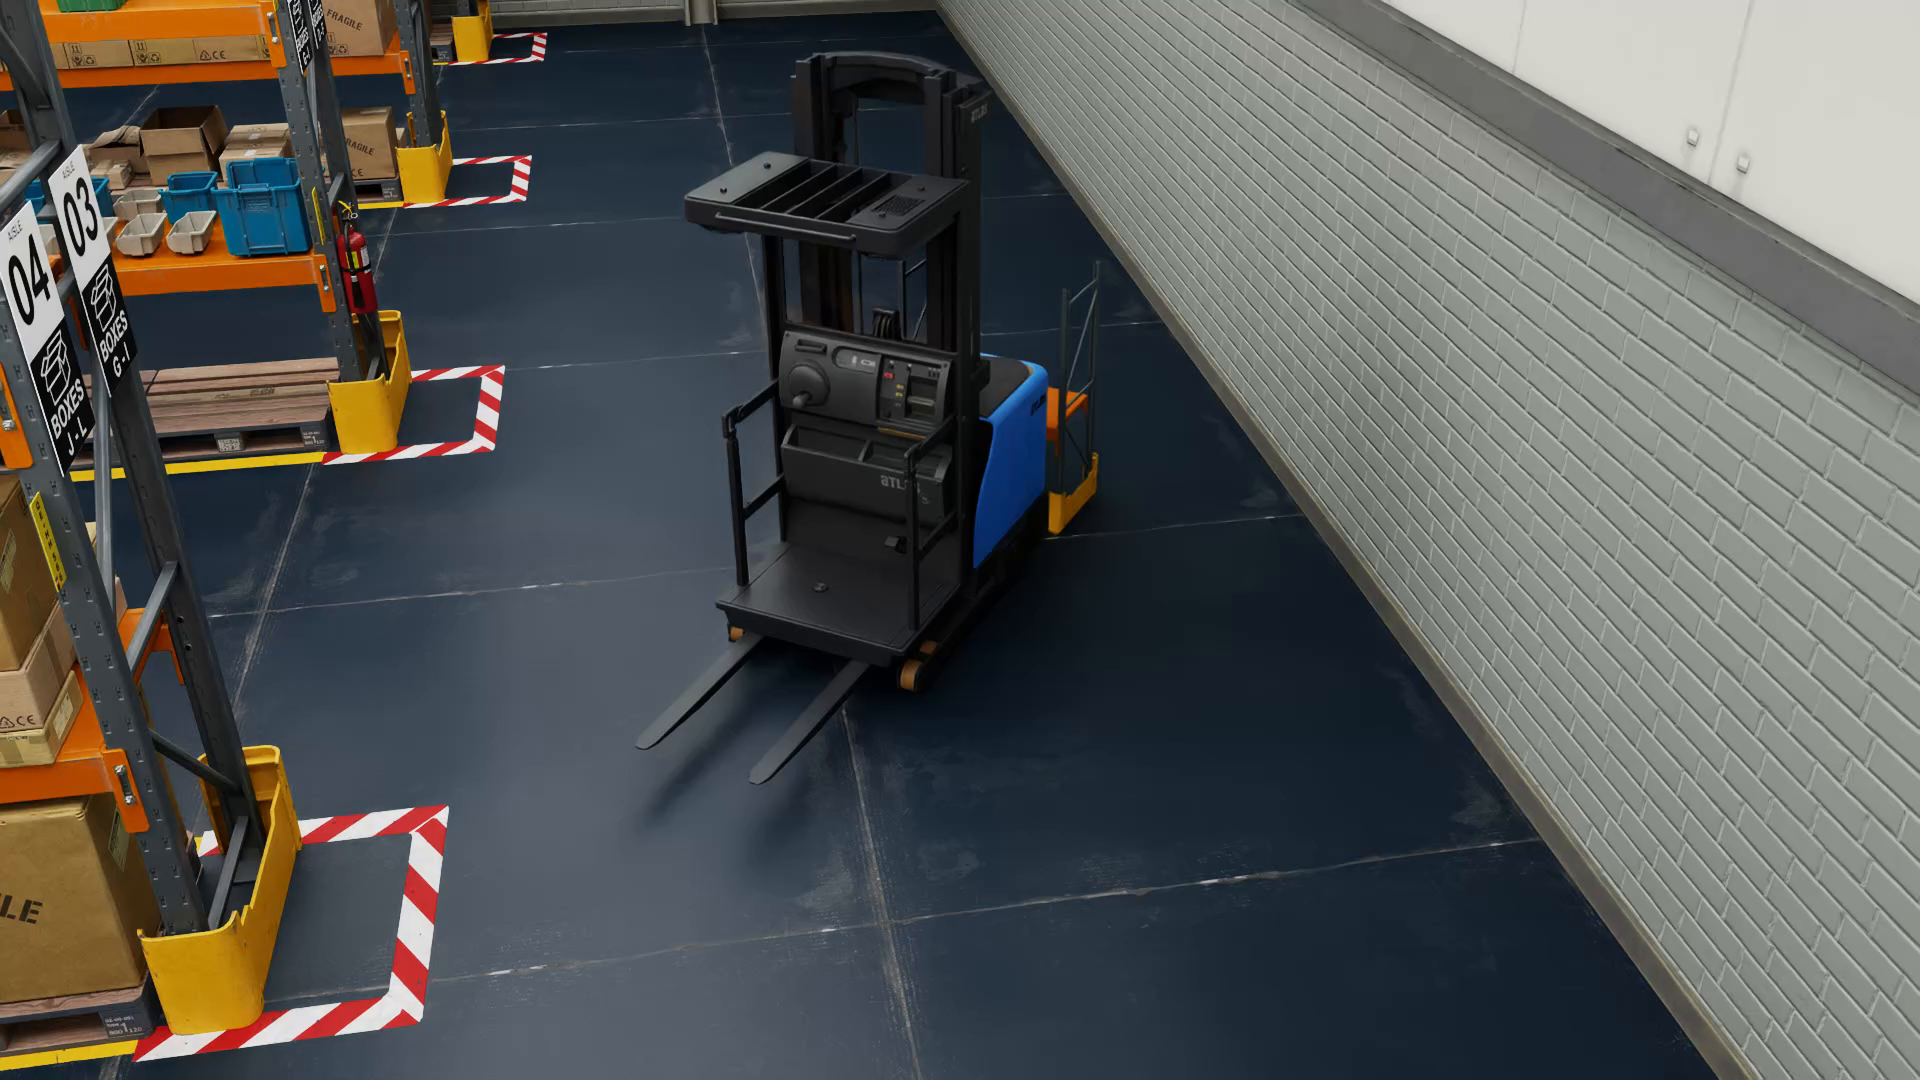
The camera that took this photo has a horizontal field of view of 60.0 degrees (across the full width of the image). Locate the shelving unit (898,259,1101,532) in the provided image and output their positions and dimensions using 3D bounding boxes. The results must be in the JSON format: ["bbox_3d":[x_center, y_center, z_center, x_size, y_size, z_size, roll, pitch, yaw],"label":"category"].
[{"bbox_3d":[0.236,-0.944,9.875,1.083,1.500,0.587,14,33,22],"label":"shelving unit"}]

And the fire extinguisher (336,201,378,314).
[{"bbox_3d":[-3.707,-1.726,10.171,0.183,0.674,0.296,-5,31,-9],"label":"fire extinguisher"}]

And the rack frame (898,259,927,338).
[{"bbox_3d":[-0.229,-1.059,10.072,0.032,1.500,0.500,14,33,22],"label":"rack frame"}]

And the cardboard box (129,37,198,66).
[{"bbox_3d":[-6.714,-4.332,14.059,0.500,0.500,0.500,-6,31,-10],"label":"cardboard box"}]

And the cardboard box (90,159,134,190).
[{"bbox_3d":[-7.459,-3.221,14.629,0.250,0.166,0.380,-5,31,-9],"label":"cardboard box"}]

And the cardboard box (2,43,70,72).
[{"bbox_3d":[-7.707,-4.240,13.903,0.500,0.500,0.500,-5,31,-8],"label":"cardboard box"}]

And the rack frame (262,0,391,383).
[{"bbox_3d":[-3.937,-2.133,10.419,0.127,3.000,1.000,-5,31,-9],"label":"rack frame"}]

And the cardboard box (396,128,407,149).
[{"bbox_3d":[-5.299,-3.697,15.457,0.250,0.149,0.380,-5,31,-9],"label":"cardboard box"}]

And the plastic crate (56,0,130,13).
[{"bbox_3d":[-4.856,-3.102,9.317,0.336,0.188,0.450,-5,31,-9],"label":"plastic crate"}]

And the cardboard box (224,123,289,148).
[{"bbox_3d":[-6.395,-3.608,15.205,0.500,0.250,0.500,-5,31,-9],"label":"cardboard box"}]

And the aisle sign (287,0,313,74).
[{"bbox_3d":[-3.813,-3.114,9.522,0.004,0.787,0.394,-5,31,-9],"label":"aisle sign"}]

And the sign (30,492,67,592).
[{"bbox_3d":[-2.961,0.007,5.403,0.005,0.325,0.100,-5,31,-9],"label":"sign"}]

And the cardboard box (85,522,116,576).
[{"bbox_3d":[-3.566,0.182,6.336,0.500,0.250,0.500,-6,31,-10],"label":"cardboard box"}]

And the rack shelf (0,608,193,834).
[{"bbox_3d":[-5.012,0.829,6.091,4.000,0.370,1.077,-5,31,-9],"label":"rack shelf"}]

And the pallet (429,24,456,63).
[{"bbox_3d":[-6.494,-5.759,19.335,1.213,0.211,1.003,-5,31,-9],"label":"pallet"}]

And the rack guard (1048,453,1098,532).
[{"bbox_3d":[0.683,-0.294,10.003,0.087,0.250,0.587,14,33,22],"label":"rack guard"}]

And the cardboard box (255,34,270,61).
[{"bbox_3d":[-5.727,-4.421,14.210,0.500,0.500,0.500,-5,31,-8],"label":"cardboard box"}]

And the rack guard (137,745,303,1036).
[{"bbox_3d":[-3.021,1.412,6.856,0.348,0.500,1.175,-5,31,-9],"label":"rack guard"}]

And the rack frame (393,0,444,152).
[{"bbox_3d":[-4.825,-4.603,14.619,0.127,3.000,1.000,-5,31,-9],"label":"rack frame"}]

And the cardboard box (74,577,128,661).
[{"bbox_3d":[-3.453,0.312,6.507,0.250,0.149,0.380,-5,31,-8],"label":"cardboard box"}]

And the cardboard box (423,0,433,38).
[{"bbox_3d":[-6.392,-6.062,19.153,0.500,0.500,0.700,-5,31,-9],"label":"cardboard box"}]

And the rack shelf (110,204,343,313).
[{"bbox_3d":[-5.904,-1.640,10.290,4.000,0.370,1.077,-5,31,-9],"label":"rack shelf"}]

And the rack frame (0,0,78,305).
[{"bbox_3d":[-3.045,-2.250,4.698,0.127,3.000,1.000,-5,31,-9],"label":"rack frame"}]

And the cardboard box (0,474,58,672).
[{"bbox_3d":[-3.477,0.125,5.693,0.500,0.500,0.500,-5,31,-8],"label":"cardboard box"}]

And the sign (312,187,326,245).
[{"bbox_3d":[-3.822,-1.931,9.913,0.005,0.325,0.100,-5,31,-9],"label":"sign"}]

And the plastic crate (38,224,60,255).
[{"bbox_3d":[-5.552,-1.788,10.032,0.250,0.136,0.298,-5,31,-9],"label":"plastic crate"}]

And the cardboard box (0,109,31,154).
[{"bbox_3d":[-8.251,-3.544,14.849,0.500,0.500,0.500,-5,31,-9],"label":"cardboard box"}]

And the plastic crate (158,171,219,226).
[{"bbox_3d":[-4.887,-2.168,10.584,0.300,0.233,0.416,-5,31,-9],"label":"plastic crate"}]

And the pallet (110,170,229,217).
[{"bbox_3d":[-6.882,-3.211,15.003,1.213,0.211,1.003,-5,31,-9],"label":"pallet"}]

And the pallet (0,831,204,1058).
[{"bbox_3d":[-3.817,1.650,6.735,1.213,0.211,1.003,-5,31,-9],"label":"pallet"}]

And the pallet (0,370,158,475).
[{"bbox_3d":[-5.953,-0.766,10.844,1.213,0.211,1.003,-5,31,-9],"label":"pallet"}]

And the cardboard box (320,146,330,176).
[{"bbox_3d":[-5.730,-3.407,14.946,0.250,0.166,0.380,-5,31,-9],"label":"cardboard box"}]

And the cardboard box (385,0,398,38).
[{"bbox_3d":[-5.309,-4.737,14.749,0.500,0.500,0.500,-5,31,-8],"label":"cardboard box"}]

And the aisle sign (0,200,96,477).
[{"bbox_3d":[-2.920,-0.641,5.317,0.004,0.787,0.394,-5,31,-9],"label":"aisle sign"}]

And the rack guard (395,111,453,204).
[{"bbox_3d":[-4.900,-3.519,15.241,0.348,0.500,1.175,-5,31,-9],"label":"rack guard"}]

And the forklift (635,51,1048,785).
[{"bbox_3d":[-0.569,-0.743,8.122,1.130,2.935,3.031,13,33,21],"label":"forklift"}]

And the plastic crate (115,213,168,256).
[{"bbox_3d":[-4.994,-1.861,10.157,0.243,0.136,0.396,-5,31,-9],"label":"plastic crate"}]

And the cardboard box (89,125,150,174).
[{"bbox_3d":[-7.513,-3.531,15.014,0.500,0.311,0.500,-5,31,-9],"label":"cardboard box"}]

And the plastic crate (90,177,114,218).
[{"bbox_3d":[-5.534,-2.108,10.482,0.300,0.233,0.416,-5,31,-9],"label":"plastic crate"}]
